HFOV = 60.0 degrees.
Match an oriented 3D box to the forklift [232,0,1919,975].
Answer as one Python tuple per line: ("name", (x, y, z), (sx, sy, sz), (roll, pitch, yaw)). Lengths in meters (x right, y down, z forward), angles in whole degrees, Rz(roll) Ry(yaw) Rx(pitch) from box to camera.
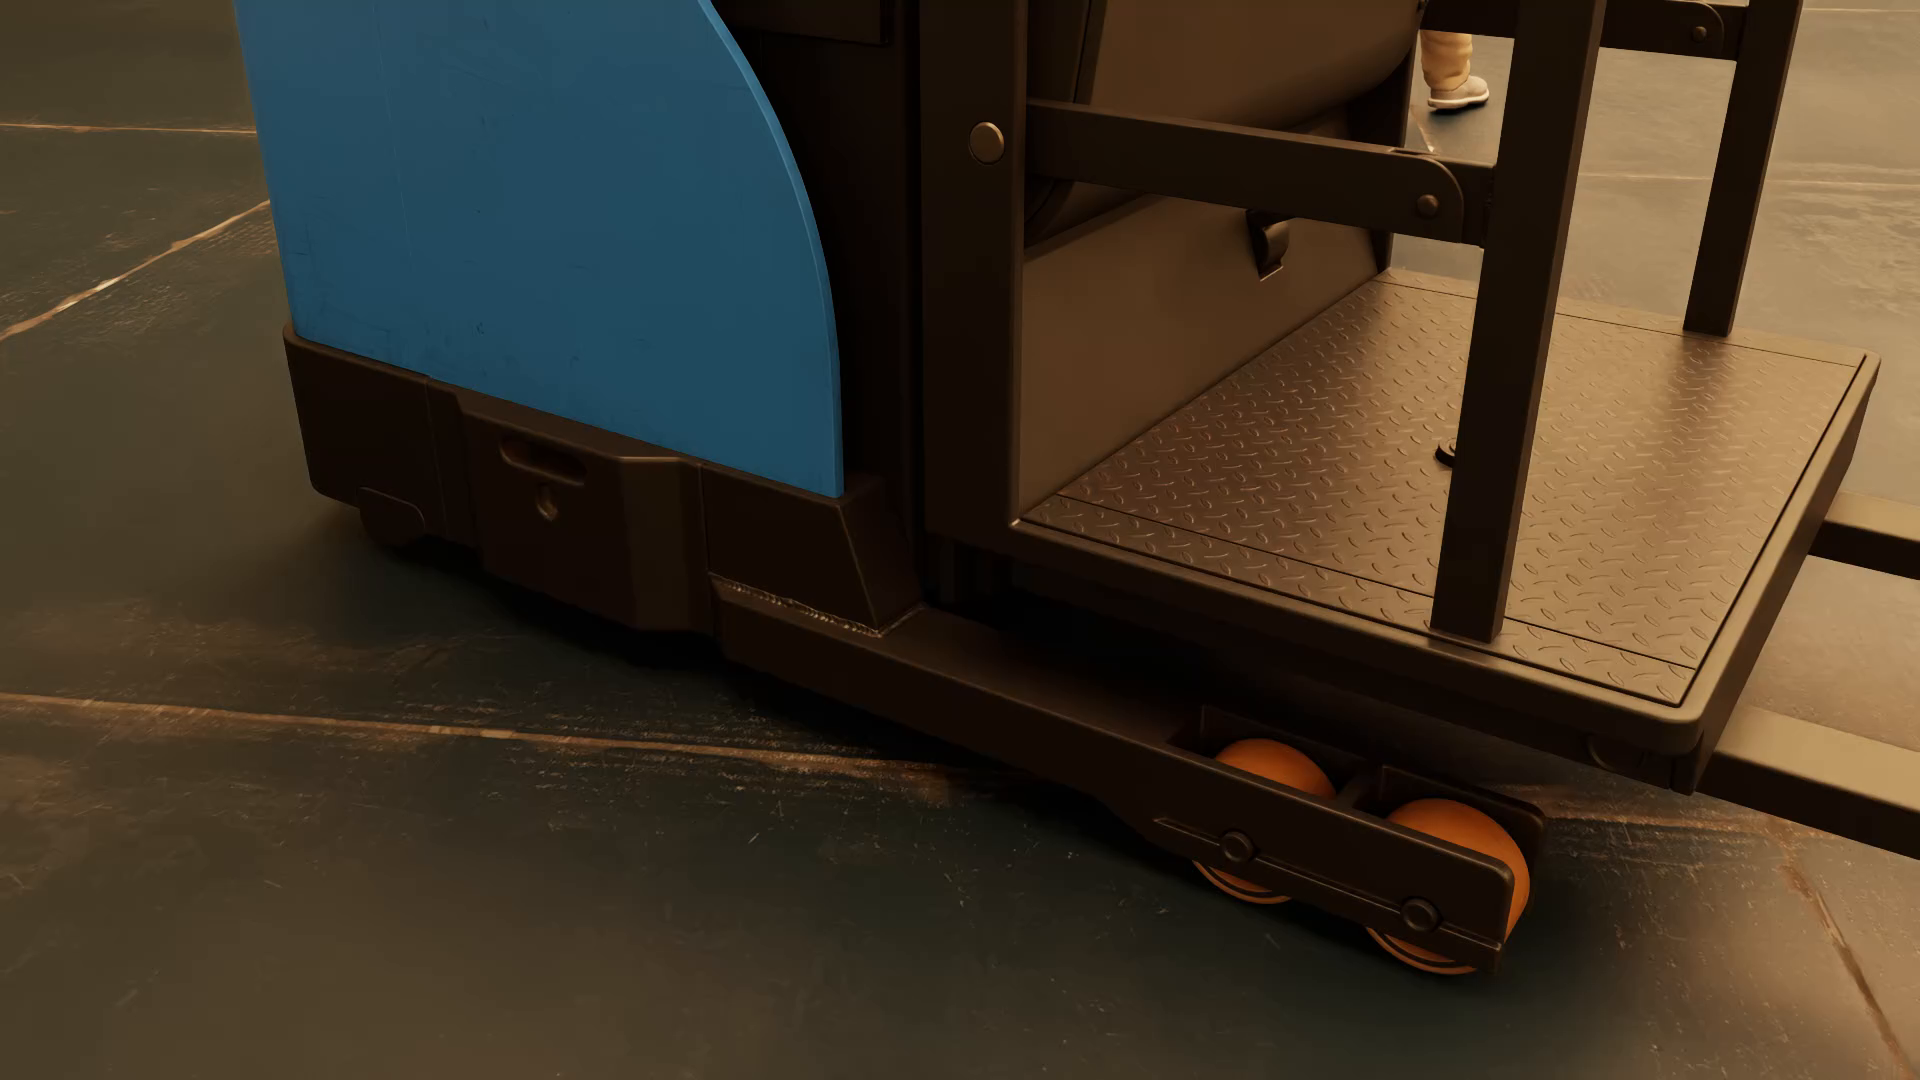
("forklift", (0.520, -1.155, 1.533), (3.031, 2.935, 1.130), (17, 31, 30))

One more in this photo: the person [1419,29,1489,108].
("person", (1.302, -2.143, 4.844), (0.642, 1.726, 0.550), (11, 29, 22))
